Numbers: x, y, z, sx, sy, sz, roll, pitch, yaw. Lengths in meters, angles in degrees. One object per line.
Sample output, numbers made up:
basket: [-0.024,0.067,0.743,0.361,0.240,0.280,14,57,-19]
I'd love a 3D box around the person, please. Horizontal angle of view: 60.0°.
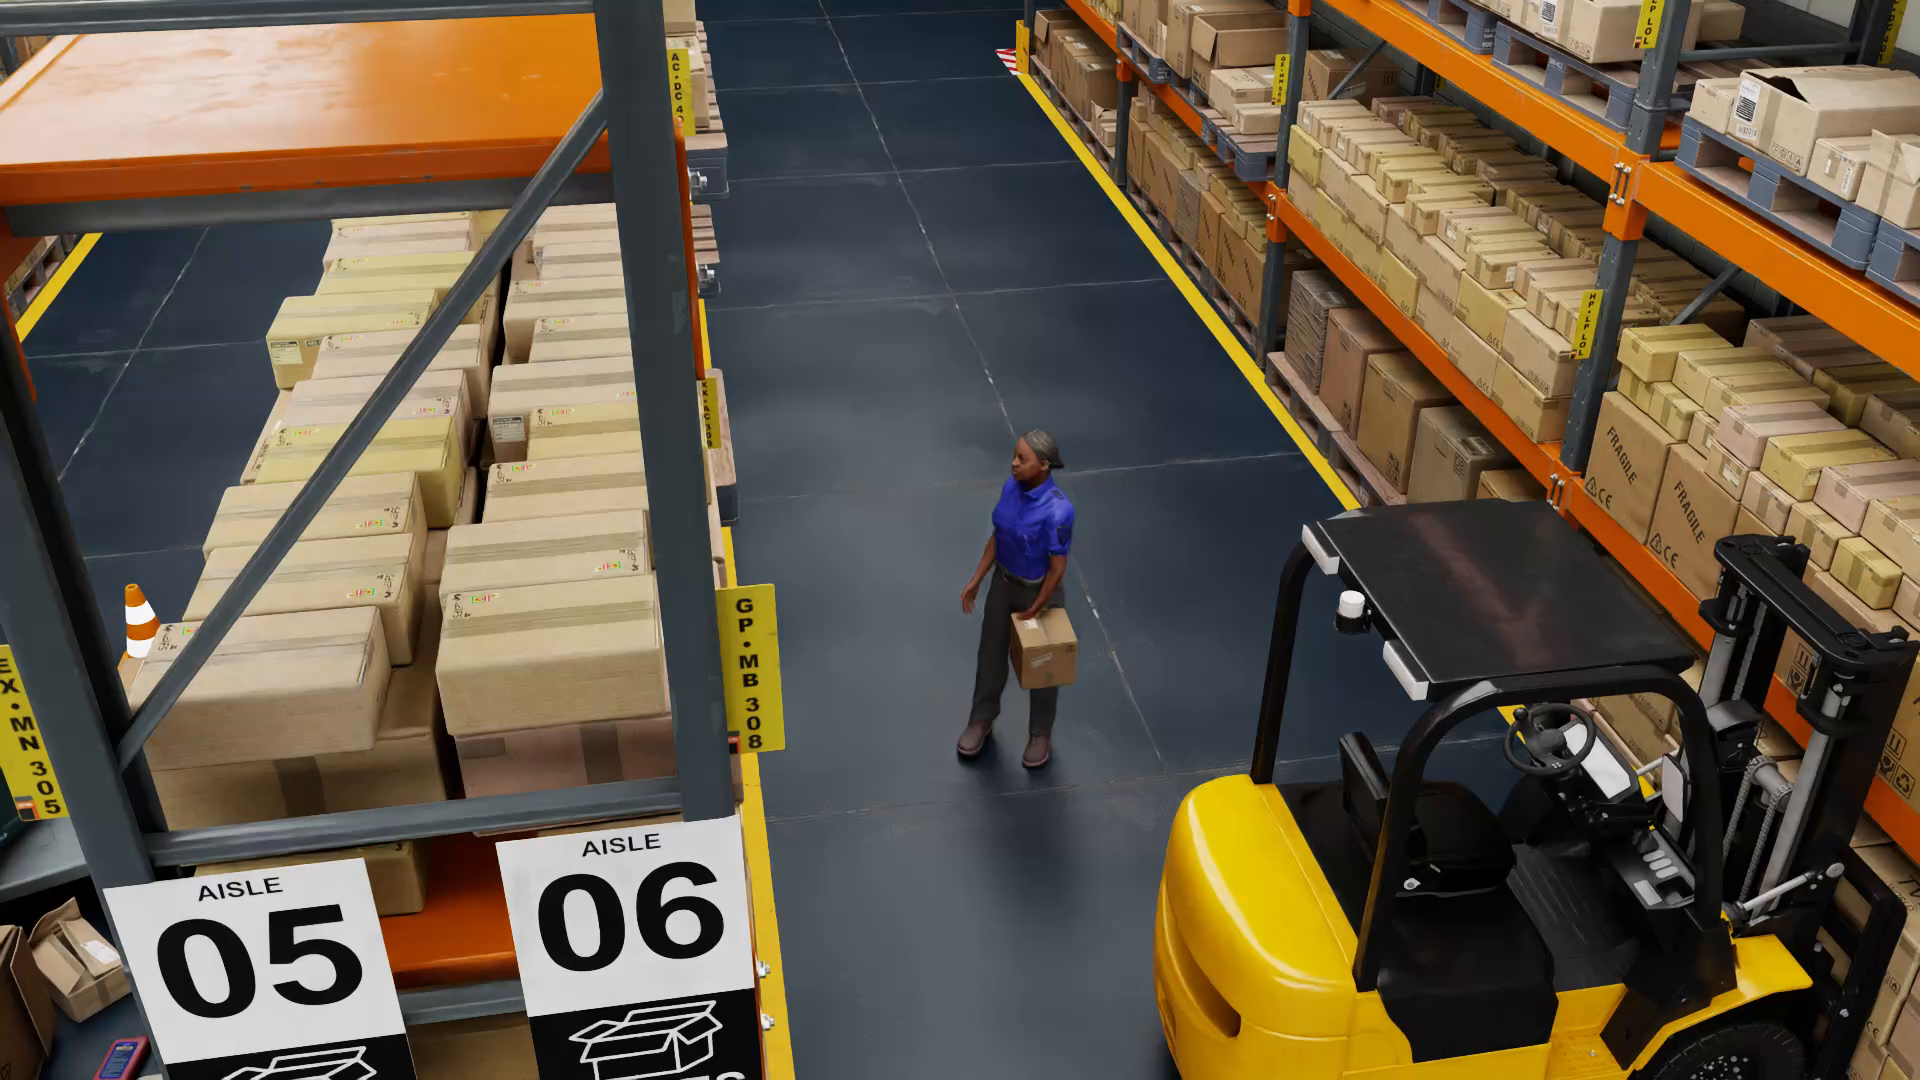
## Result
person: [0.262,0.290,7.629,0.497,1.658,0.480,-25,39,-36]
